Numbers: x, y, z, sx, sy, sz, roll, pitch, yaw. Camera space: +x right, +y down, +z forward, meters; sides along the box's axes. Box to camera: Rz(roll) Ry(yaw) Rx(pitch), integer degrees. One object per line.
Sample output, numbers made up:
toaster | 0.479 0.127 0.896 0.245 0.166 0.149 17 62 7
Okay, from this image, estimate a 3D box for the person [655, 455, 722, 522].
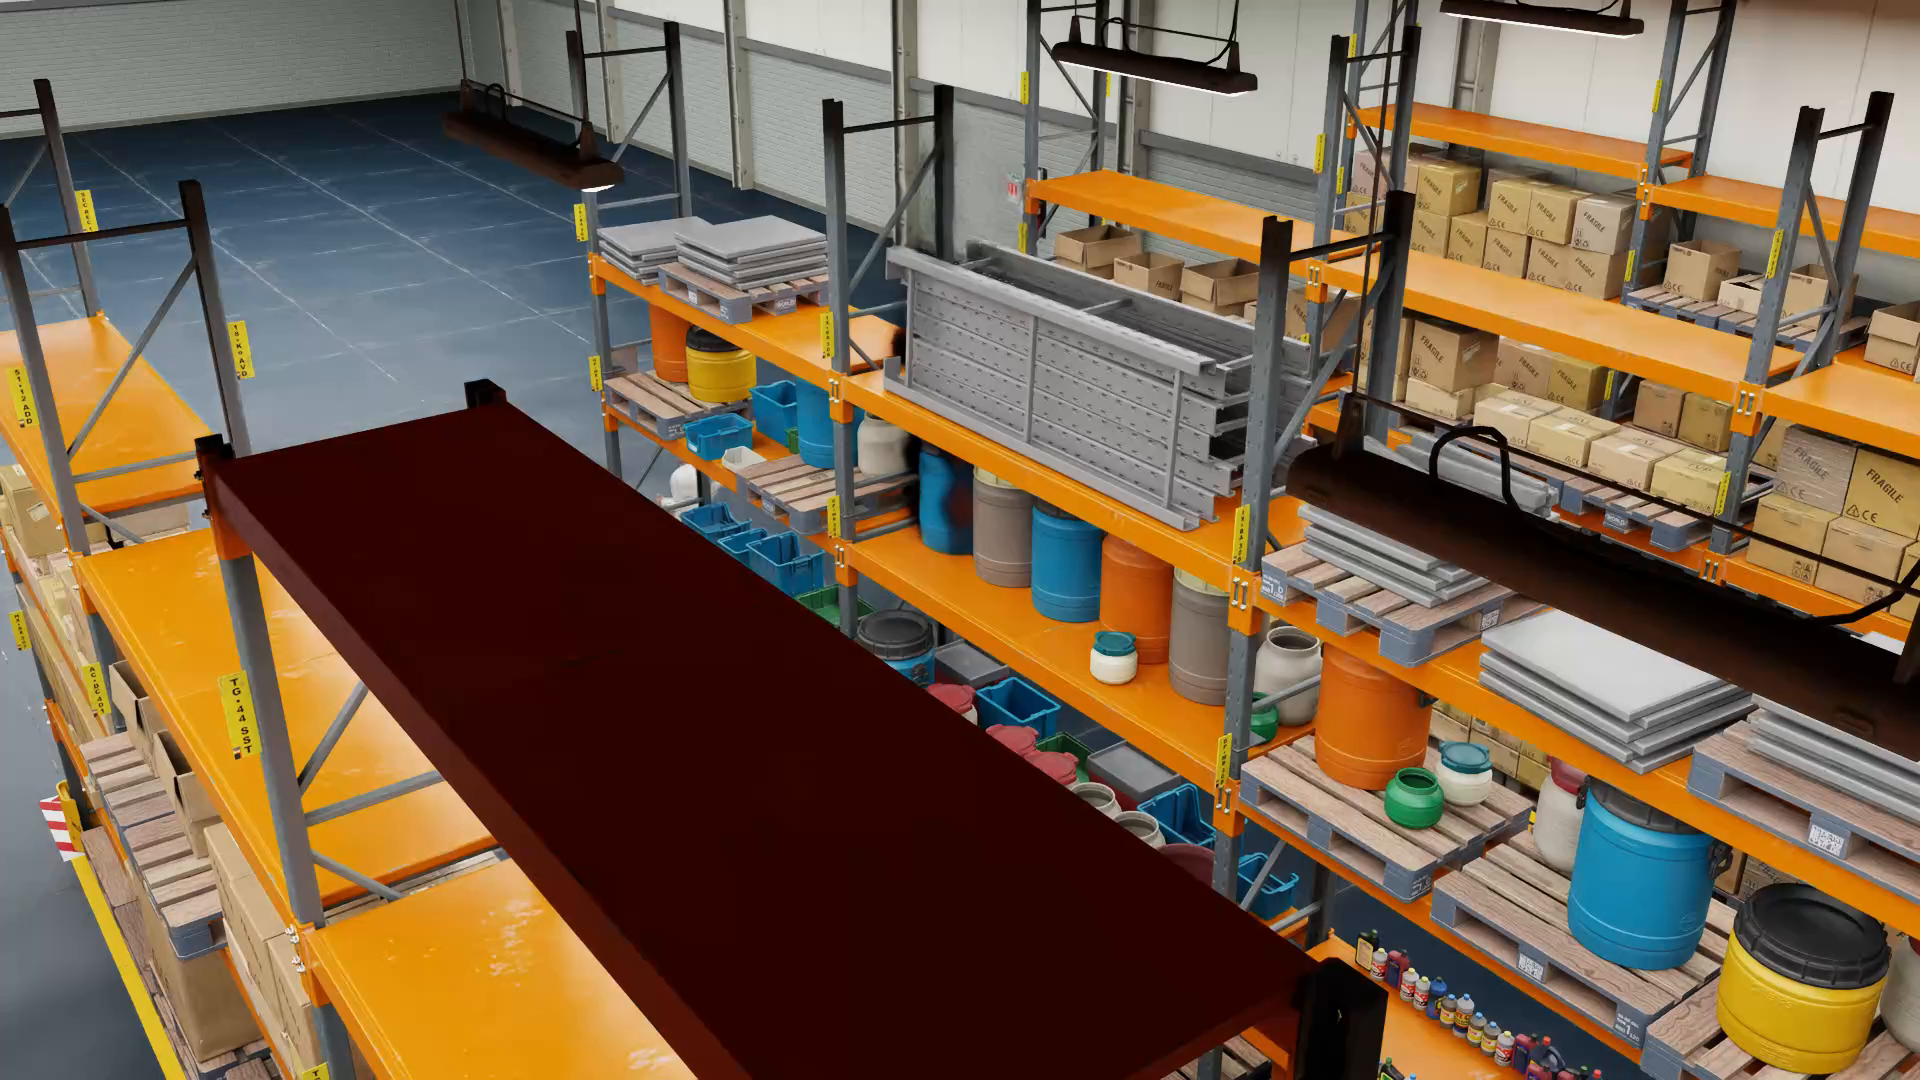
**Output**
person | -2.825 -0.223 17.422 0.711 1.768 0.676 7 26 15
